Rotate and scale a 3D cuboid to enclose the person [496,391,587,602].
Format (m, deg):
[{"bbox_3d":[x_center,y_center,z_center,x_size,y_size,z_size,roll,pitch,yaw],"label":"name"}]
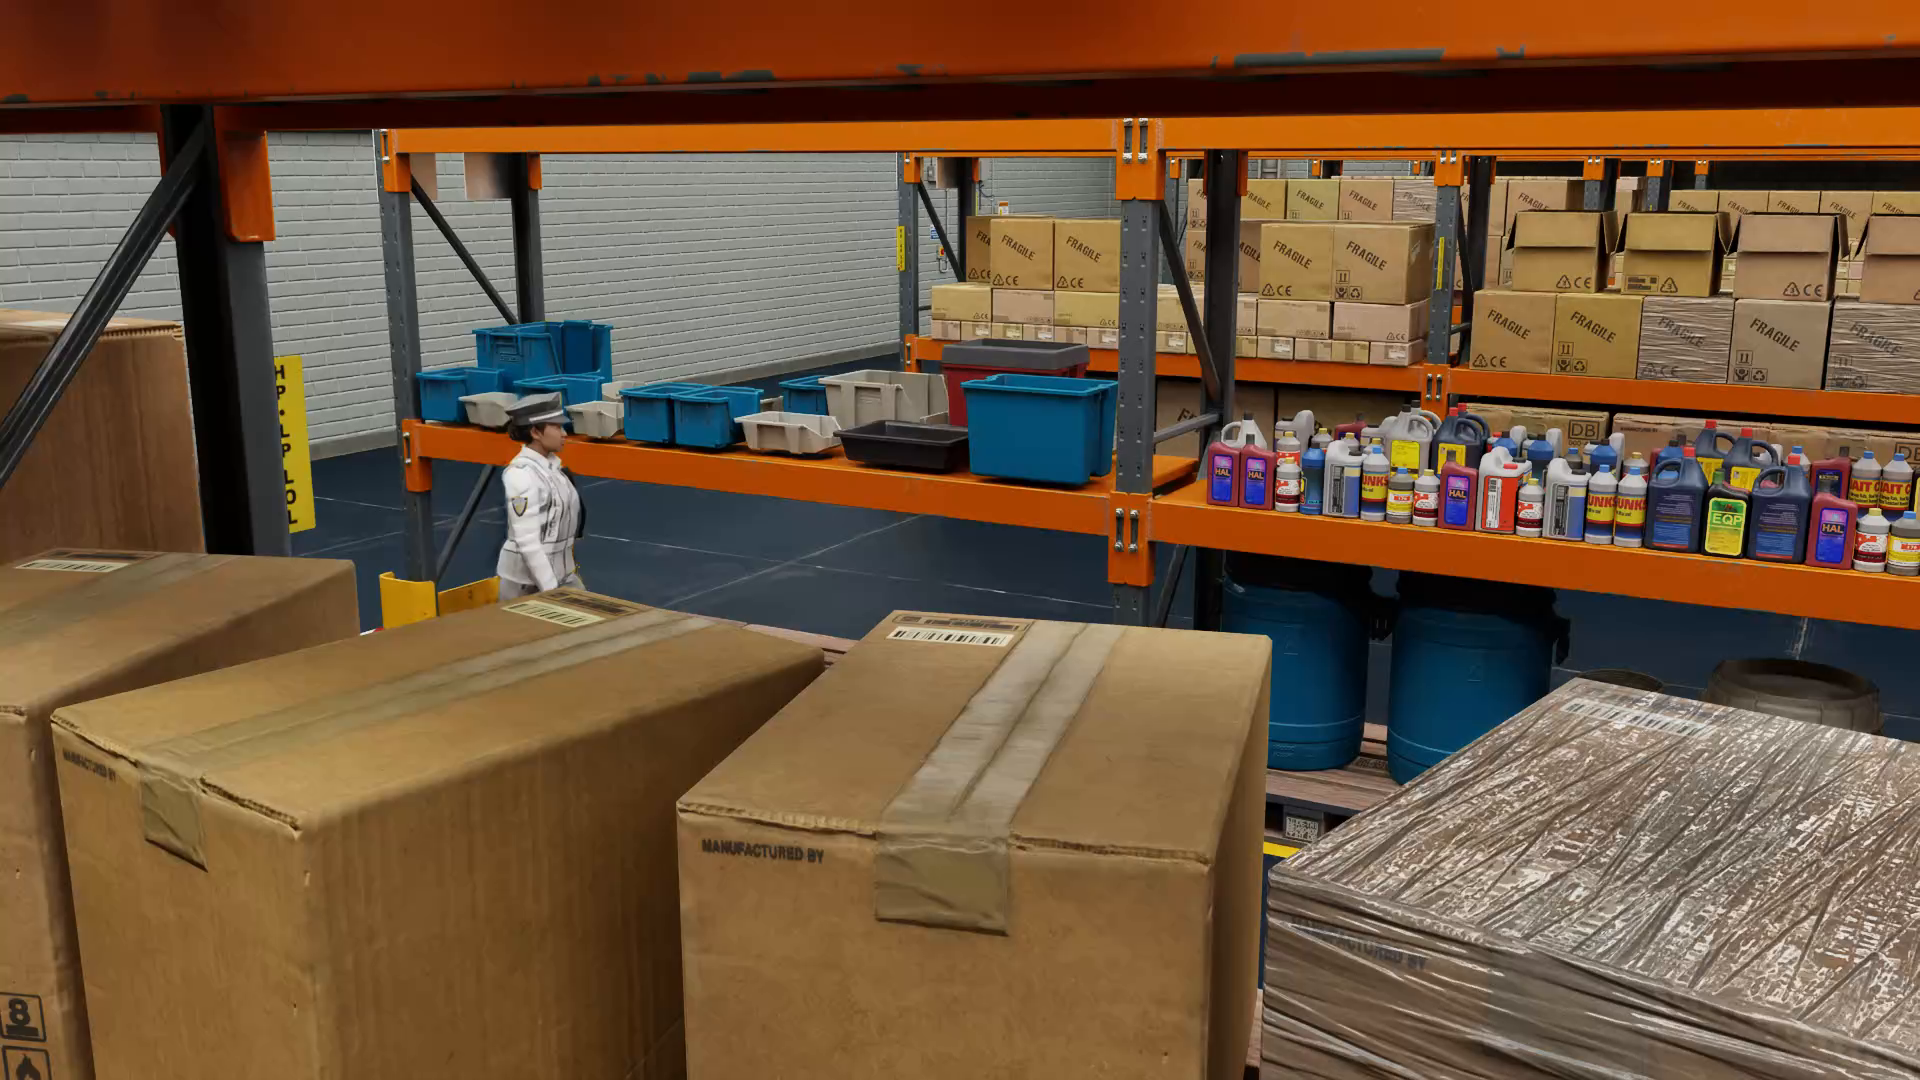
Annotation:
[{"bbox_3d":[-1.853,0.164,7.198,1.011,1.621,0.489,2,13,11],"label":"person"}]
